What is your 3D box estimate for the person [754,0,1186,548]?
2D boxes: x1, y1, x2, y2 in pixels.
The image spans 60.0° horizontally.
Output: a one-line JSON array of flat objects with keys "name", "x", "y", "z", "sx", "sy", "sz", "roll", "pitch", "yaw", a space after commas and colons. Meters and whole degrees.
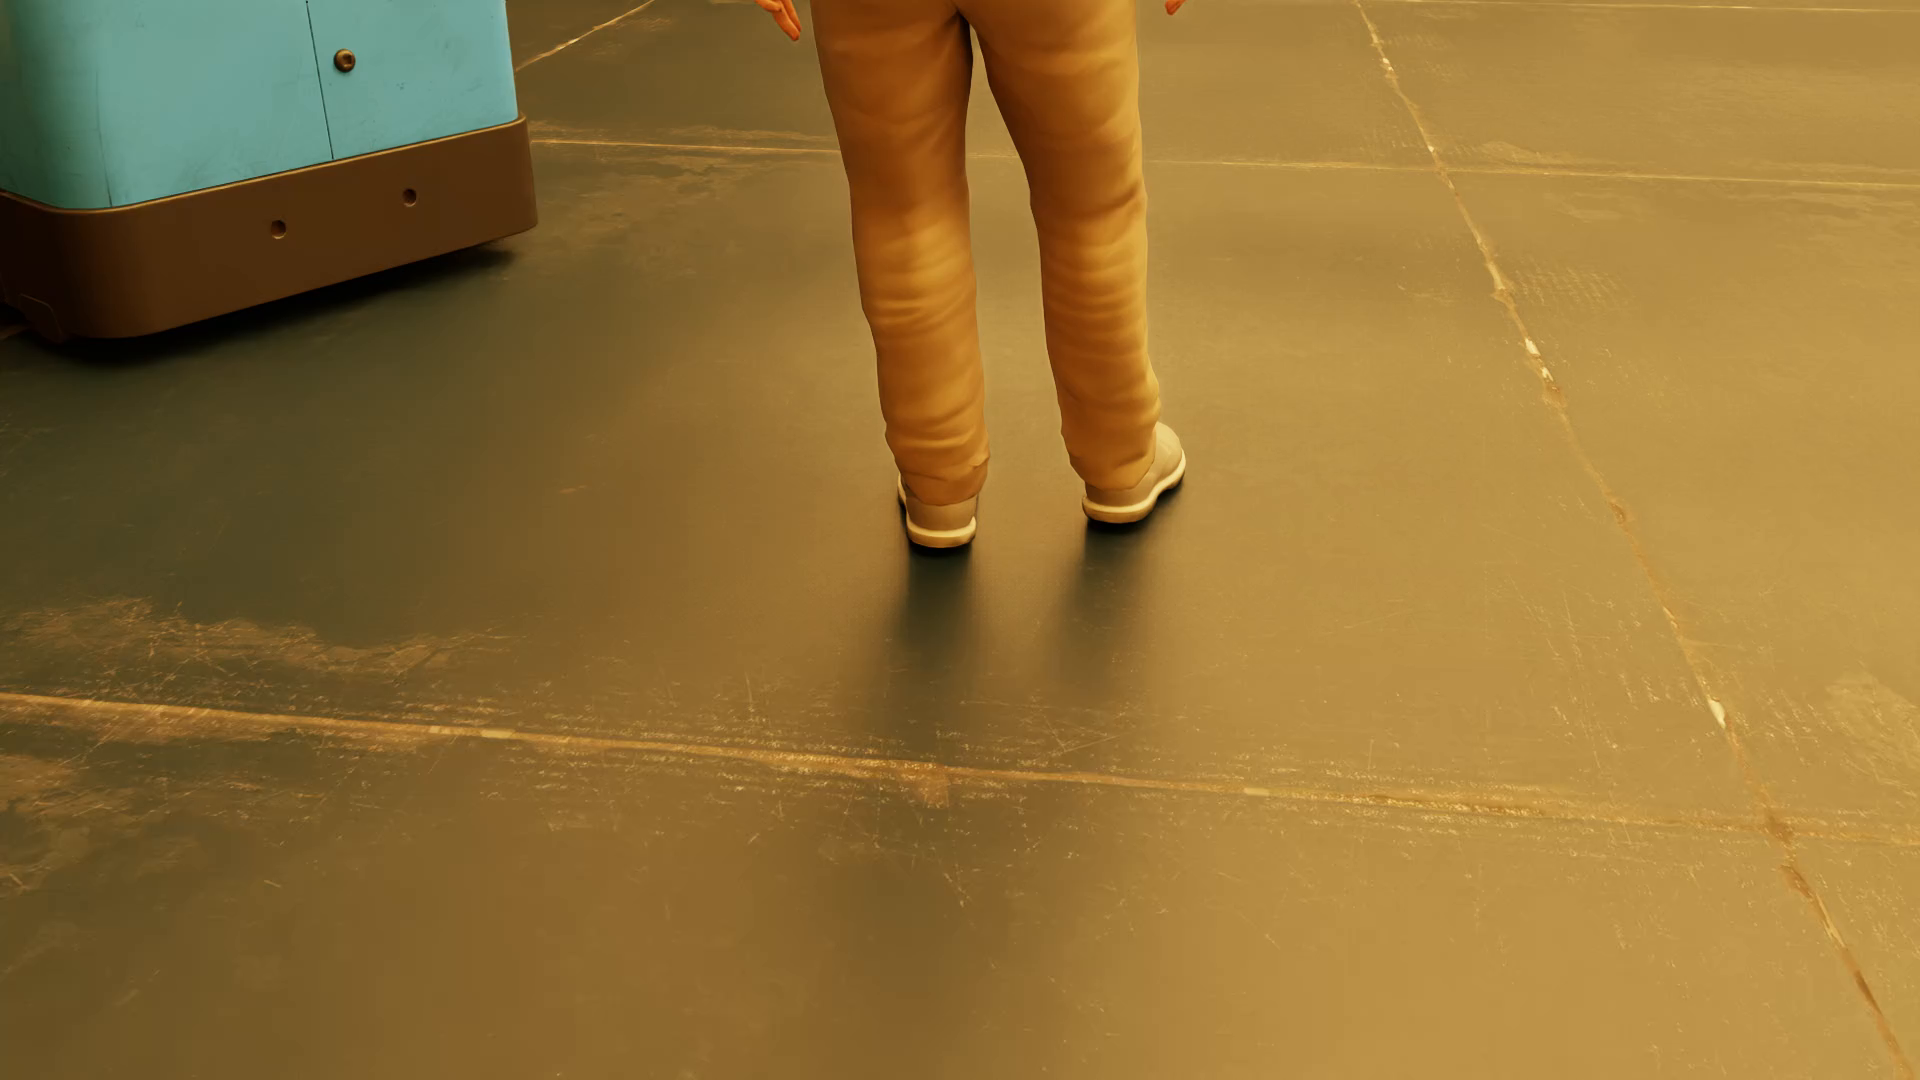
[{"name": "person", "x": 0.023, "y": -0.820, "z": 2.189, "sx": 0.641, "sy": 1.728, "sz": 0.550, "roll": 3, "pitch": 27, "yaw": 7}]

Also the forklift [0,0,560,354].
[{"name": "forklift", "x": -2.371, "y": -2.181, "z": 3.589, "sx": 3.031, "sy": 2.935, "sz": 1.130, "roll": 19, "pitch": 32, "yaw": 34}]
